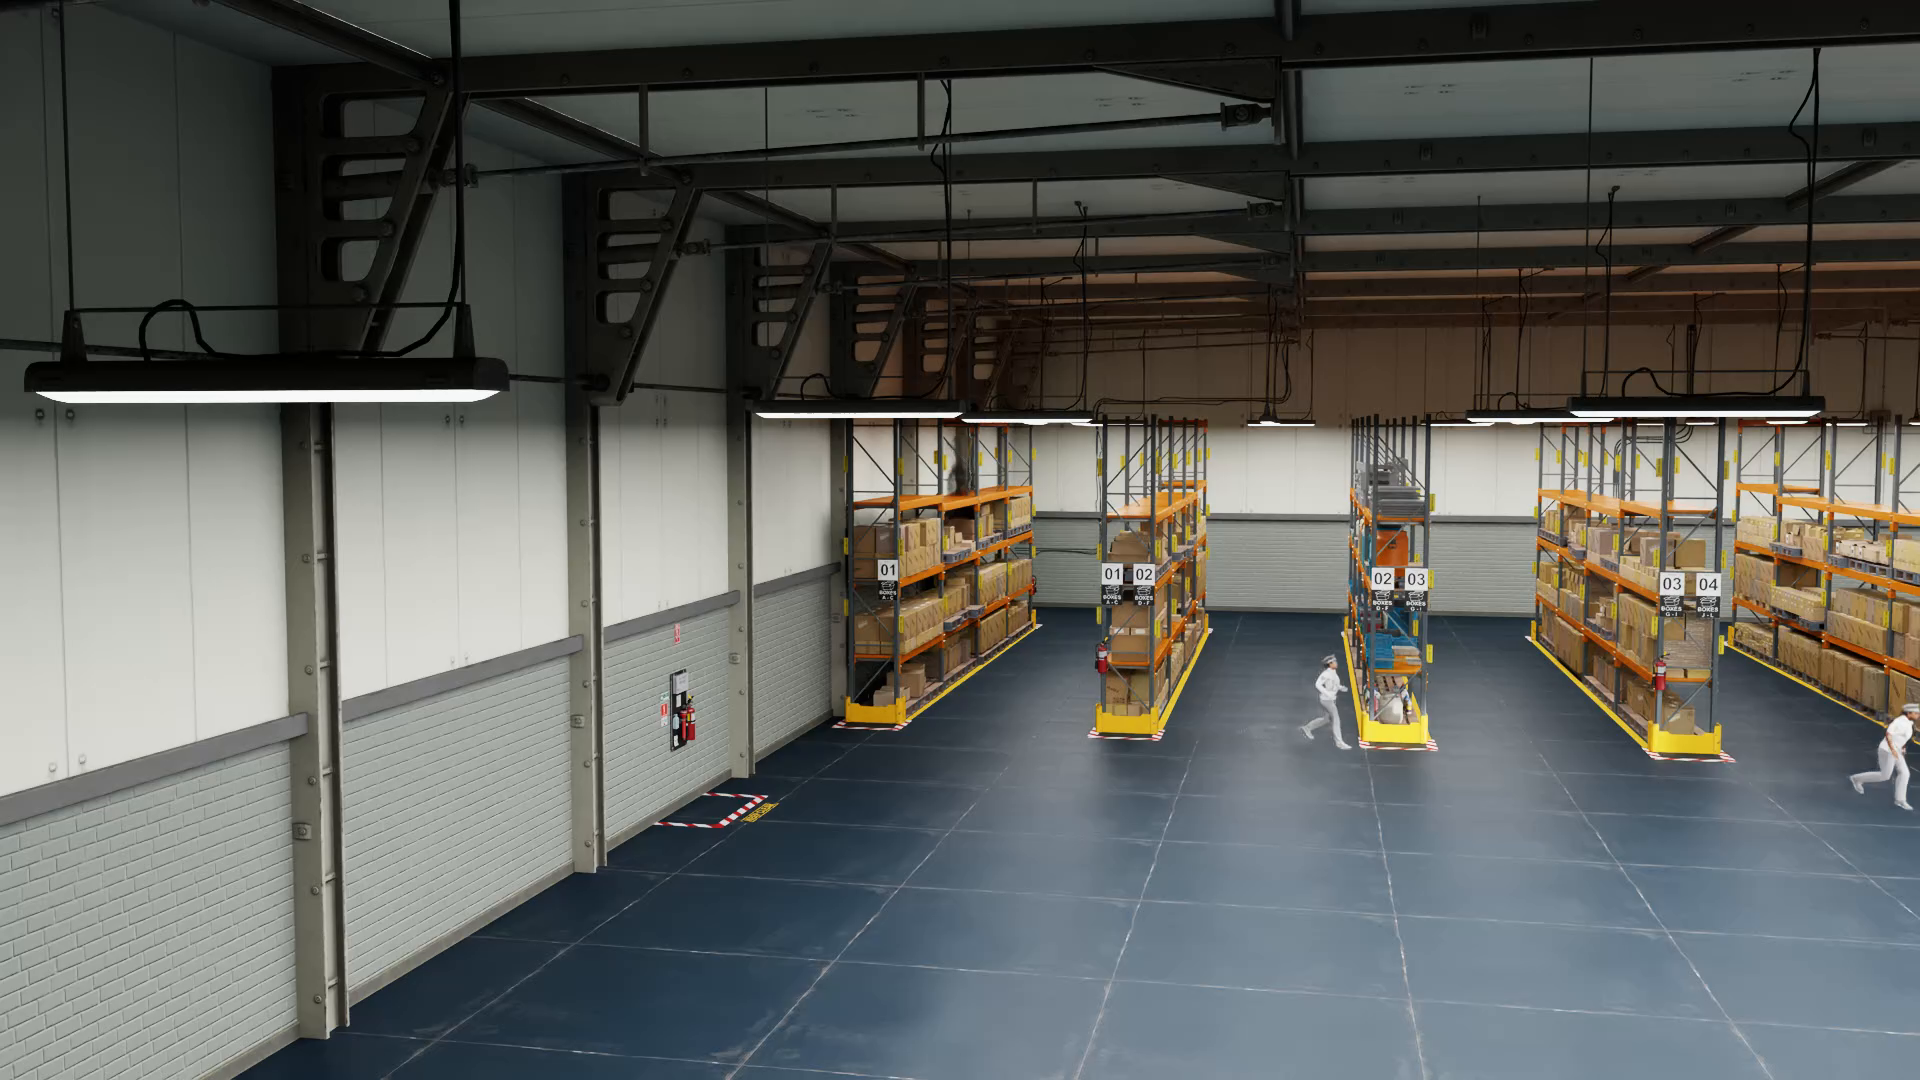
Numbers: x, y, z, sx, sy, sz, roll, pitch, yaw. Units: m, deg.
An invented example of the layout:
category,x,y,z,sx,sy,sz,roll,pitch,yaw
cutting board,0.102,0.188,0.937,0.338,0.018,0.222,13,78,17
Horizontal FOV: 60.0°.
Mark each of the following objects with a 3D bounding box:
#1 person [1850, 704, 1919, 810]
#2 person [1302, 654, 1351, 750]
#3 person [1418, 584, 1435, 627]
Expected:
category,x,y,z,sx,sy,sz,roll,pitch,yaw
person,14.121,3.257,25.372,0.927,1.630,0.587,3,5,41
person,6.584,2.893,29.901,0.914,1.702,0.626,2,4,24
person,13.208,1.700,47.914,0.947,1.713,0.647,2,4,28
